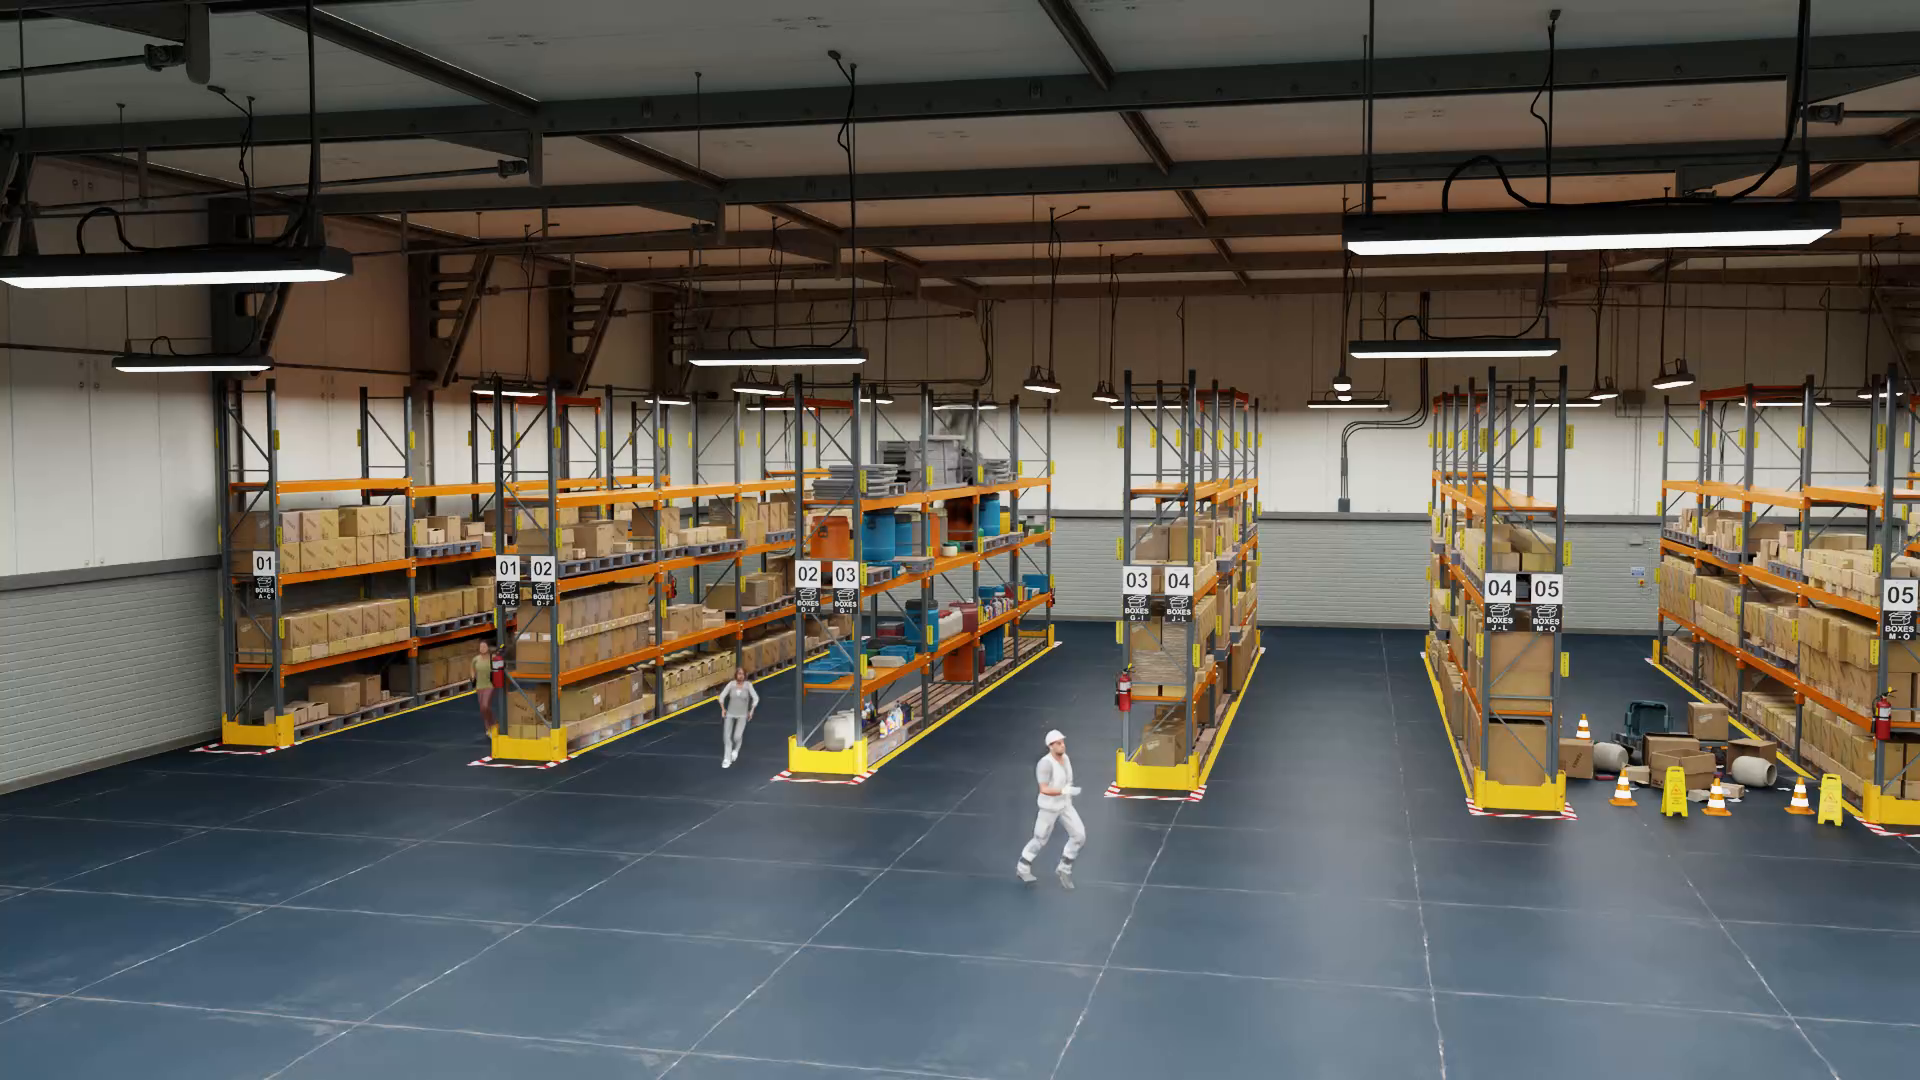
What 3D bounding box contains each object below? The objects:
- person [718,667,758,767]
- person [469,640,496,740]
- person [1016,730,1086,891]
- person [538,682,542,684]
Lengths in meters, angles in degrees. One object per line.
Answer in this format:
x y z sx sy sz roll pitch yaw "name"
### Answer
-3.406 2.720 25.443 0.603 1.534 0.473 0 3 1 "person"
-7.940 2.501 27.849 0.568 1.666 0.656 1 3 10 "person"
1.057 2.995 18.507 0.668 1.795 0.898 -3 5 -45 "person"
-7.539 2.289 30.585 0.687 1.773 0.889 1 4 14 "person"
